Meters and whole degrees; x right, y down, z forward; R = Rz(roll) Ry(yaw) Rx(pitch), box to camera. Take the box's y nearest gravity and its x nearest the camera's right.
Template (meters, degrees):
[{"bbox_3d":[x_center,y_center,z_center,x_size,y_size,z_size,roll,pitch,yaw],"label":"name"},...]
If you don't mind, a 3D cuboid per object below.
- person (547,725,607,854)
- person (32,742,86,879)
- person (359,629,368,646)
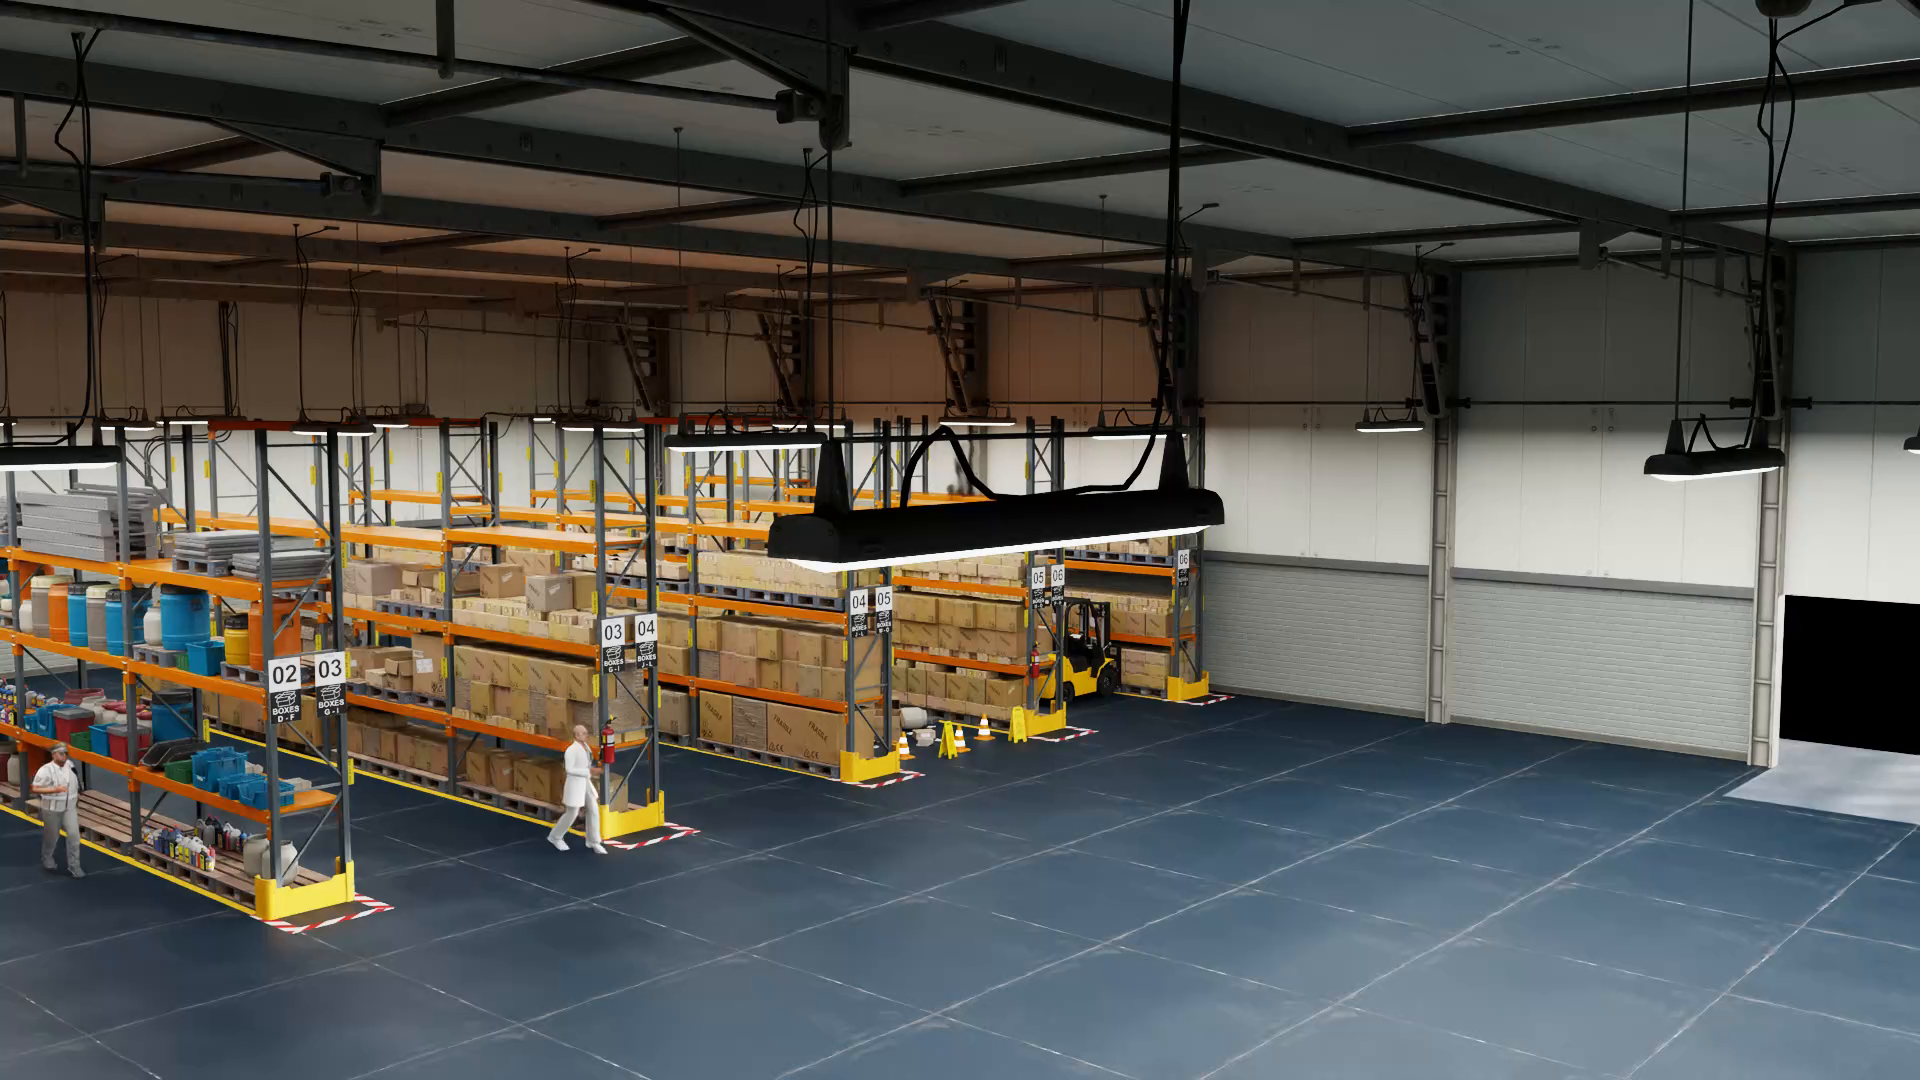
[{"bbox_3d":[-5.389,3.515,23.352,0.860,1.863,0.736,1,5,16],"label":"person"},{"bbox_3d":[-12.081,3.601,22.240,0.883,1.829,0.635,3,6,35],"label":"person"},{"bbox_3d":[-14.161,2.232,39.608,0.517,1.630,0.726,2,5,27],"label":"person"}]
